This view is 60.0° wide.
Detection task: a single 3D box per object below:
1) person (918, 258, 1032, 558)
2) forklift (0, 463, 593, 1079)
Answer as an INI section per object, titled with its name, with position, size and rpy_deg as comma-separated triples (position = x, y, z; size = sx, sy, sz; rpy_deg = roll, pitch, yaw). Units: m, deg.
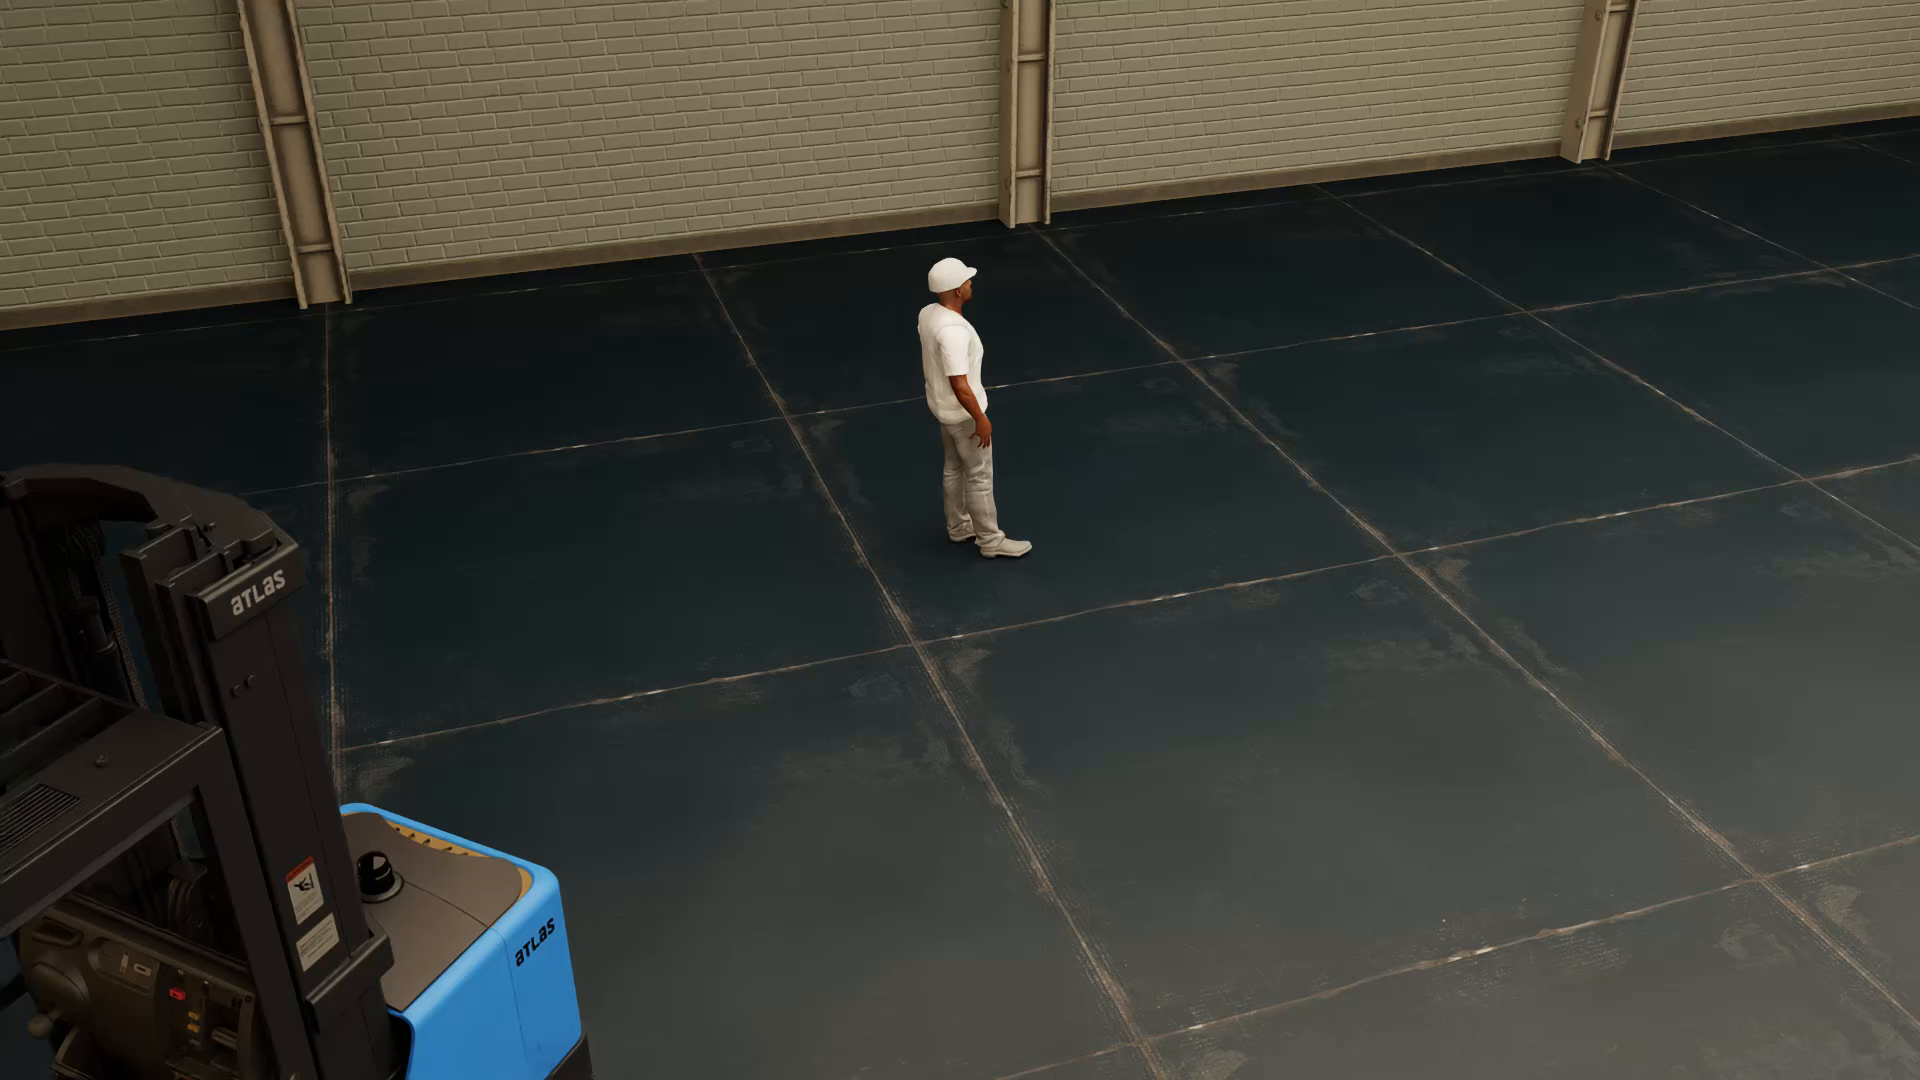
[person]
position = 0.068, -0.780, 9.596
size = 0.577, 1.765, 0.665
rpy_deg = -10, 31, -16
[forklift]
position = -2.486, 1.386, 4.677
size = 1.130, 2.935, 3.031
rpy_deg = 13, 33, 22
